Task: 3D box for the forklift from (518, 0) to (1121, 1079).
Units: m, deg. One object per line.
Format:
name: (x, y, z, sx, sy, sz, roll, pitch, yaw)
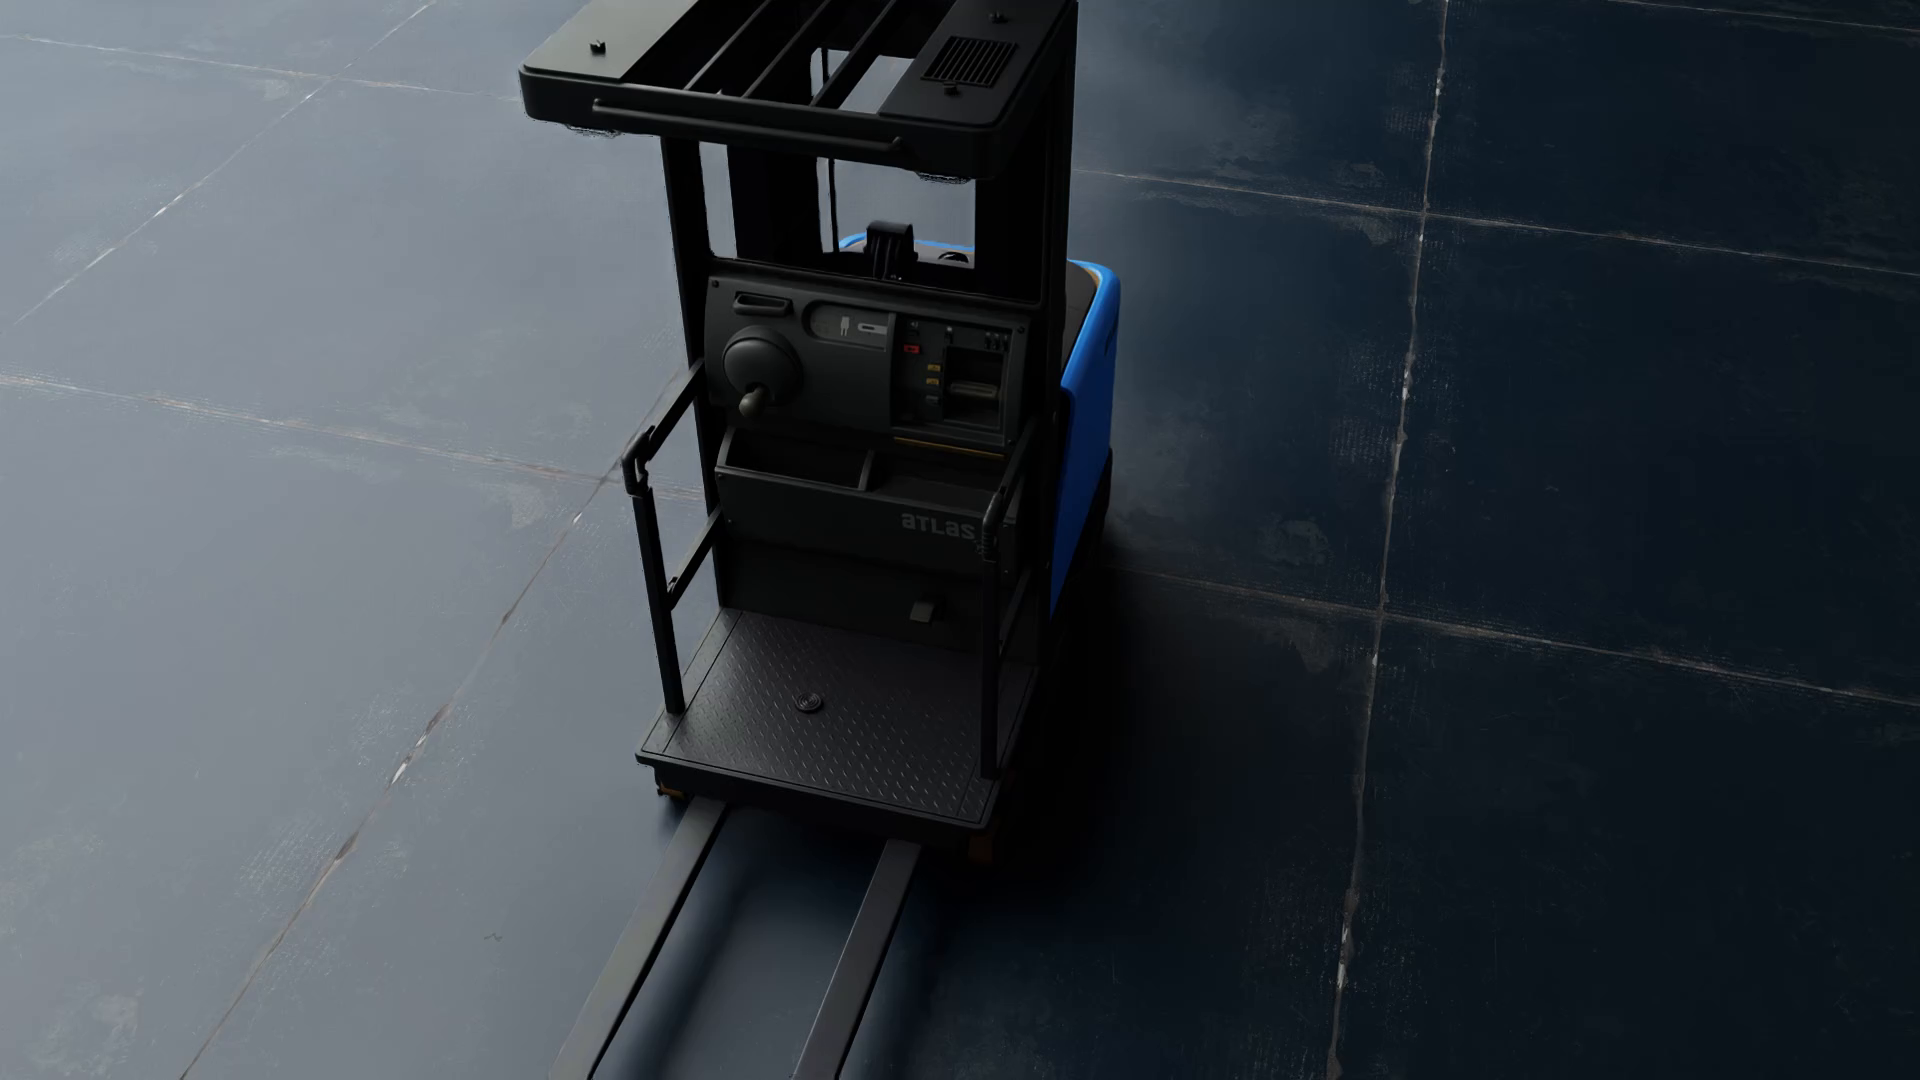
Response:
forklift: (-0.323, -0.414, 4.464, 1.130, 2.935, 3.031, 10, 41, 12)
